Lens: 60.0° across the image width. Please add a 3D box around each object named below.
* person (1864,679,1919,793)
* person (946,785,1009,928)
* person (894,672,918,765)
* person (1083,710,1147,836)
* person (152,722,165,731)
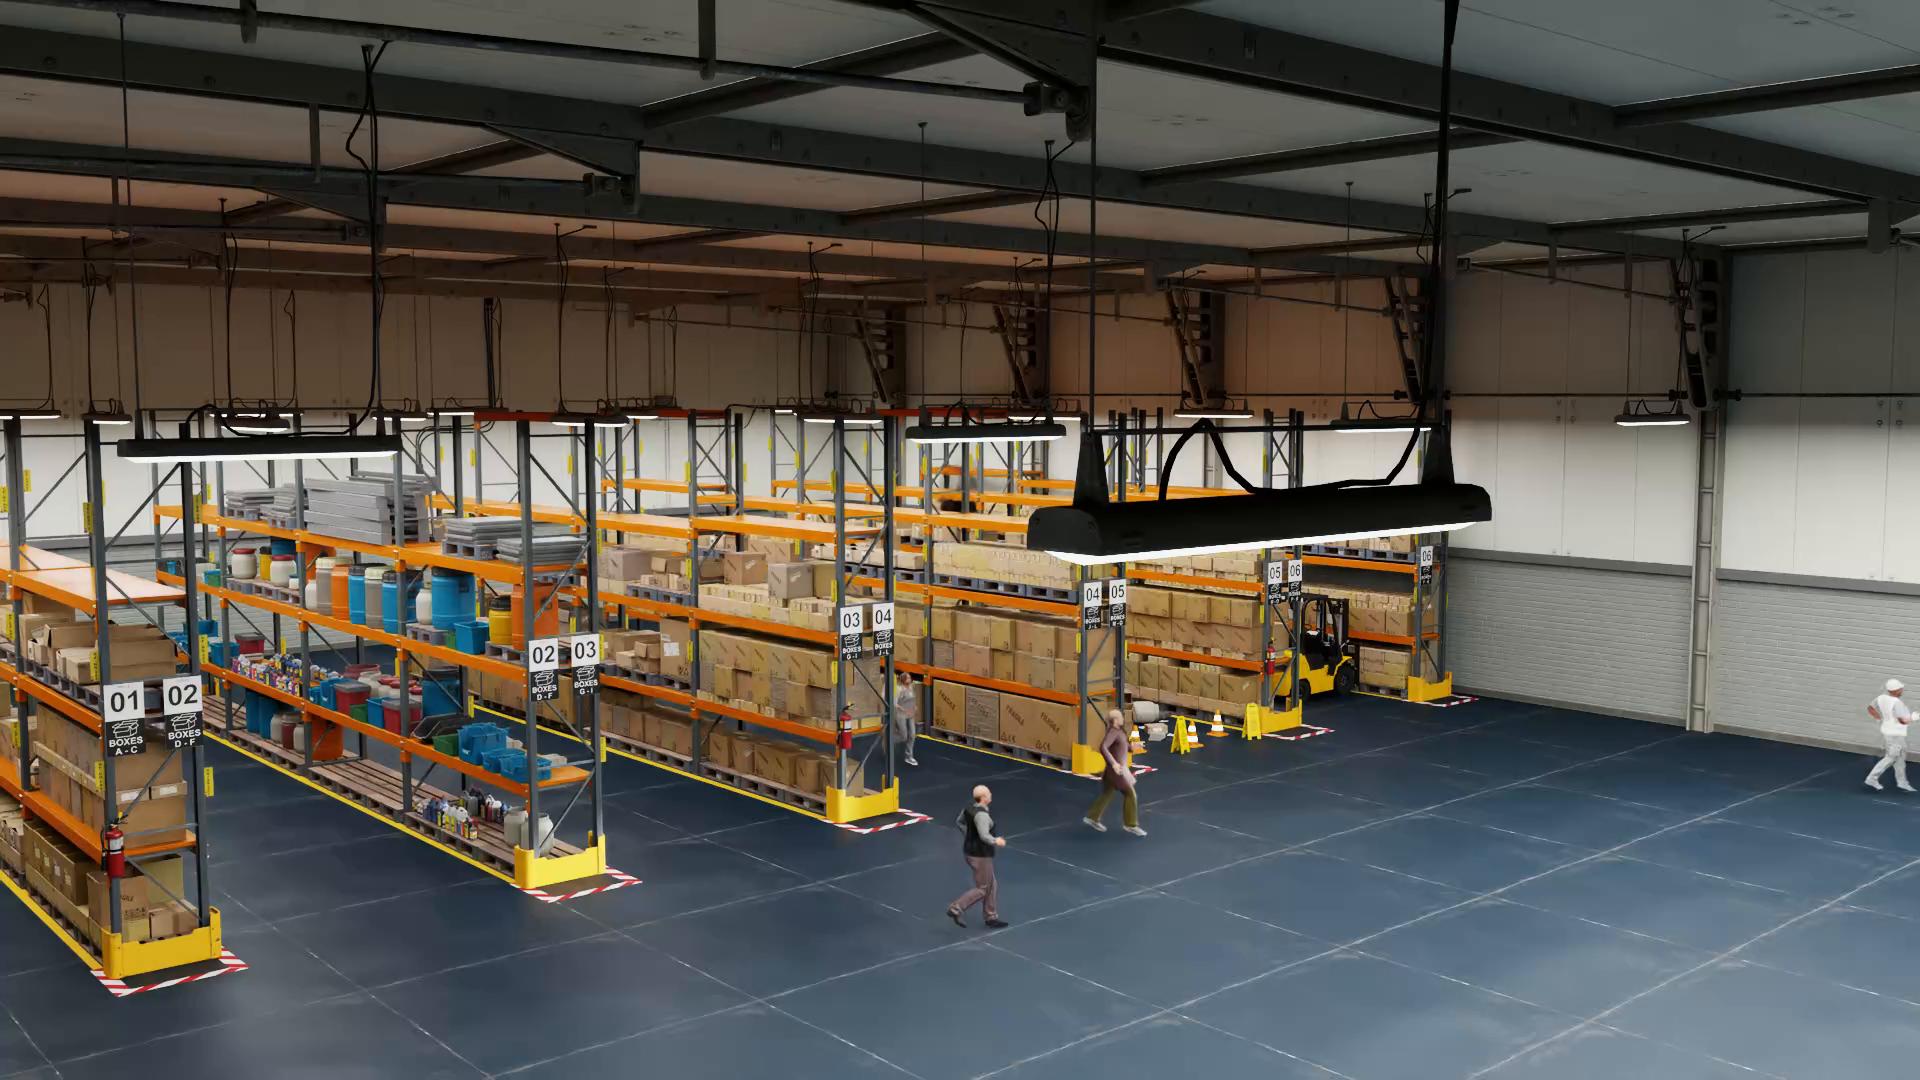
[{"bbox_3d":[14.785,3.110,26.333,0.824,1.823,0.664,1,5,9],"label":"person"},{"bbox_3d":[0.199,3.754,19.650,0.816,1.732,0.683,-2,5,-18],"label":"person"},{"bbox_3d":[-0.986,3.092,28.568,0.679,1.502,0.567,4,6,37],"label":"person"},{"bbox_3d":[2.220,3.333,23.821,0.912,1.820,0.683,-1,5,-6],"label":"person"},{"bbox_3d":[-13.207,3.074,27.220,0.591,1.739,0.658,3,6,34],"label":"person"}]
